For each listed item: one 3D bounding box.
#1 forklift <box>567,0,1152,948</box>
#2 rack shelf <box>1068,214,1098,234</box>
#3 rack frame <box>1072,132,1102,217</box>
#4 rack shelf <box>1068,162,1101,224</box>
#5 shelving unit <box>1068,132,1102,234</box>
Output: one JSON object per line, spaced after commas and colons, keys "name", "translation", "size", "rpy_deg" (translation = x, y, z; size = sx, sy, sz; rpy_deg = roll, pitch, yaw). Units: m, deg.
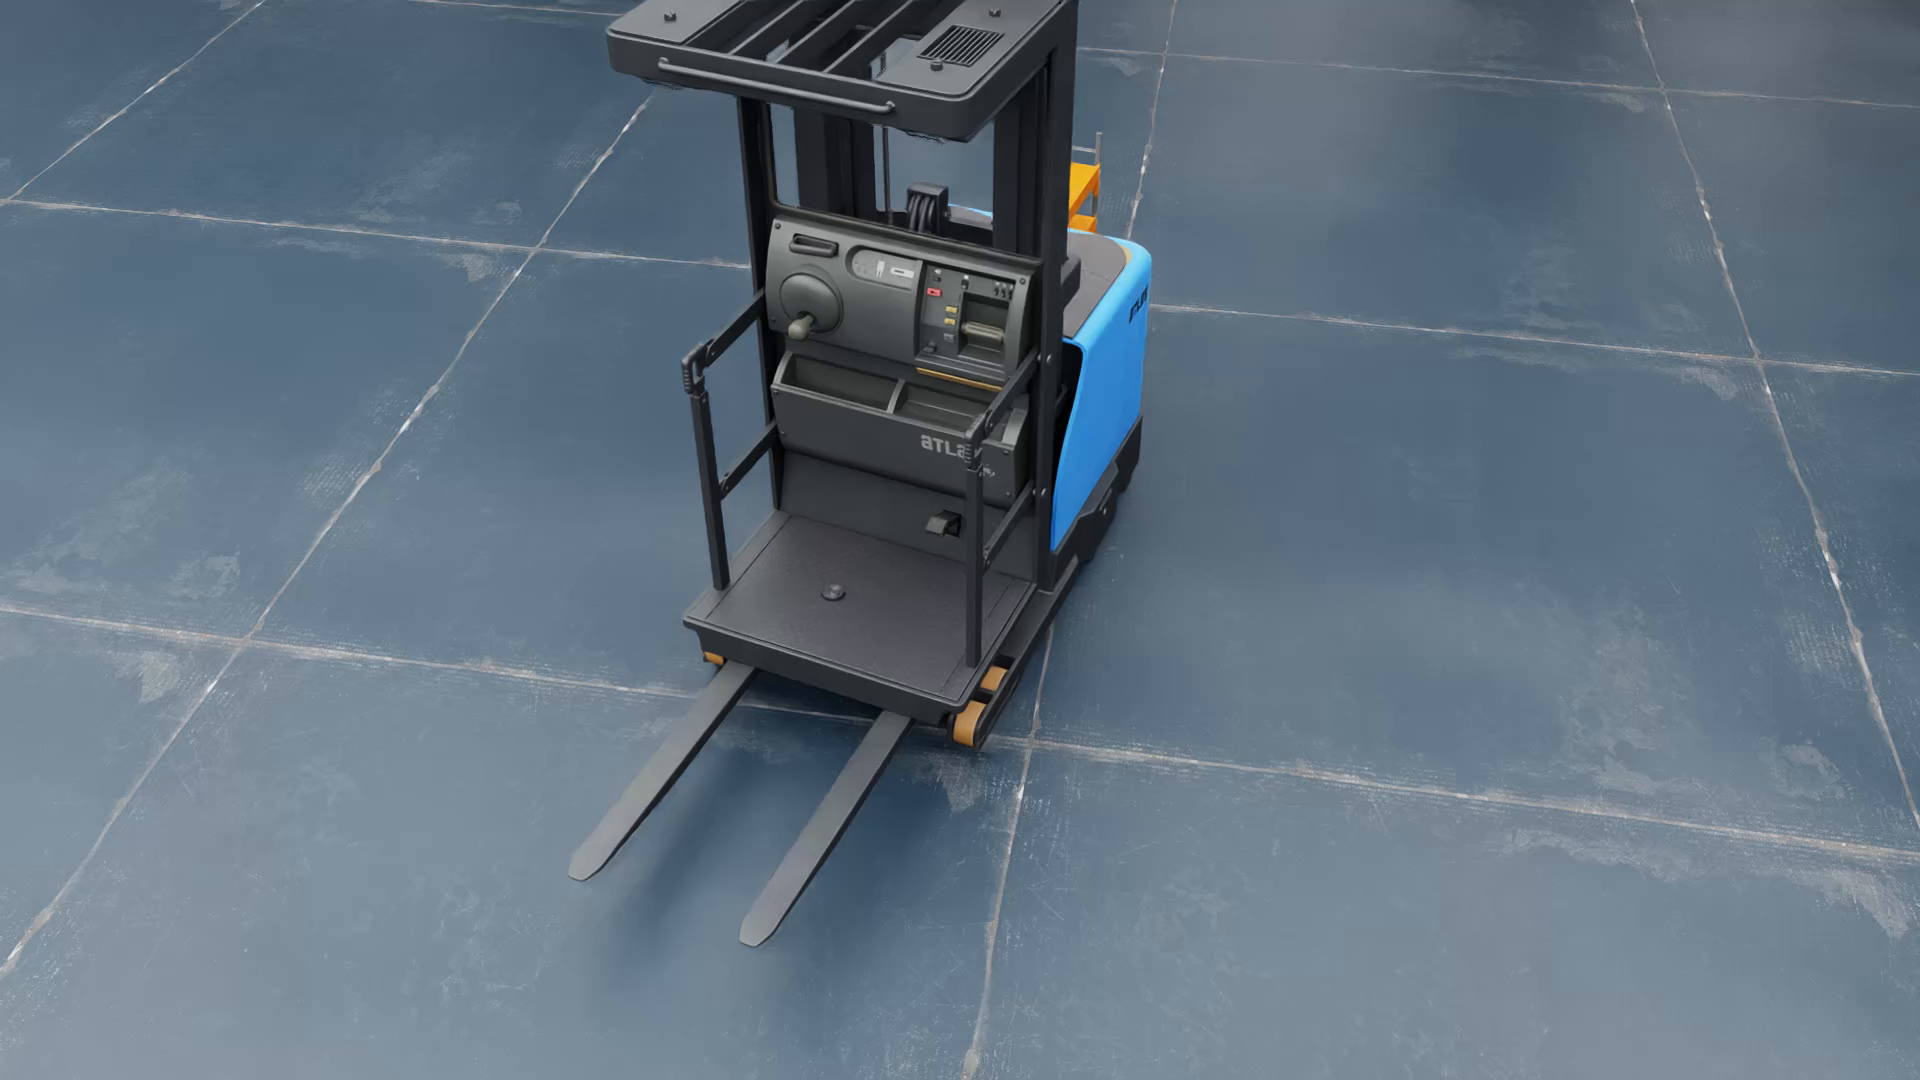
{"name": "forklift", "translation": [-0.299, -0.715, 5.315], "size": [1.130, 2.935, 3.031], "rpy_deg": [16, 42, 18]}
{"name": "rack shelf", "translation": [0.389, -1.227, 7.040], "size": [0.258, 0.148, 0.480], "rpy_deg": [13, 40, 16]}
{"name": "rack frame", "translation": [0.474, -1.247, 7.317], "size": [0.240, 1.200, 0.015], "rpy_deg": [13, 40, 16]}
{"name": "rack shelf", "translation": [0.390, -1.412, 6.892], "size": [0.258, 0.148, 0.480], "rpy_deg": [13, 40, 16]}
{"name": "shelving unit", "translation": [0.388, -1.105, 7.138], "size": [0.258, 1.200, 0.503], "rpy_deg": [13, 40, 16]}
